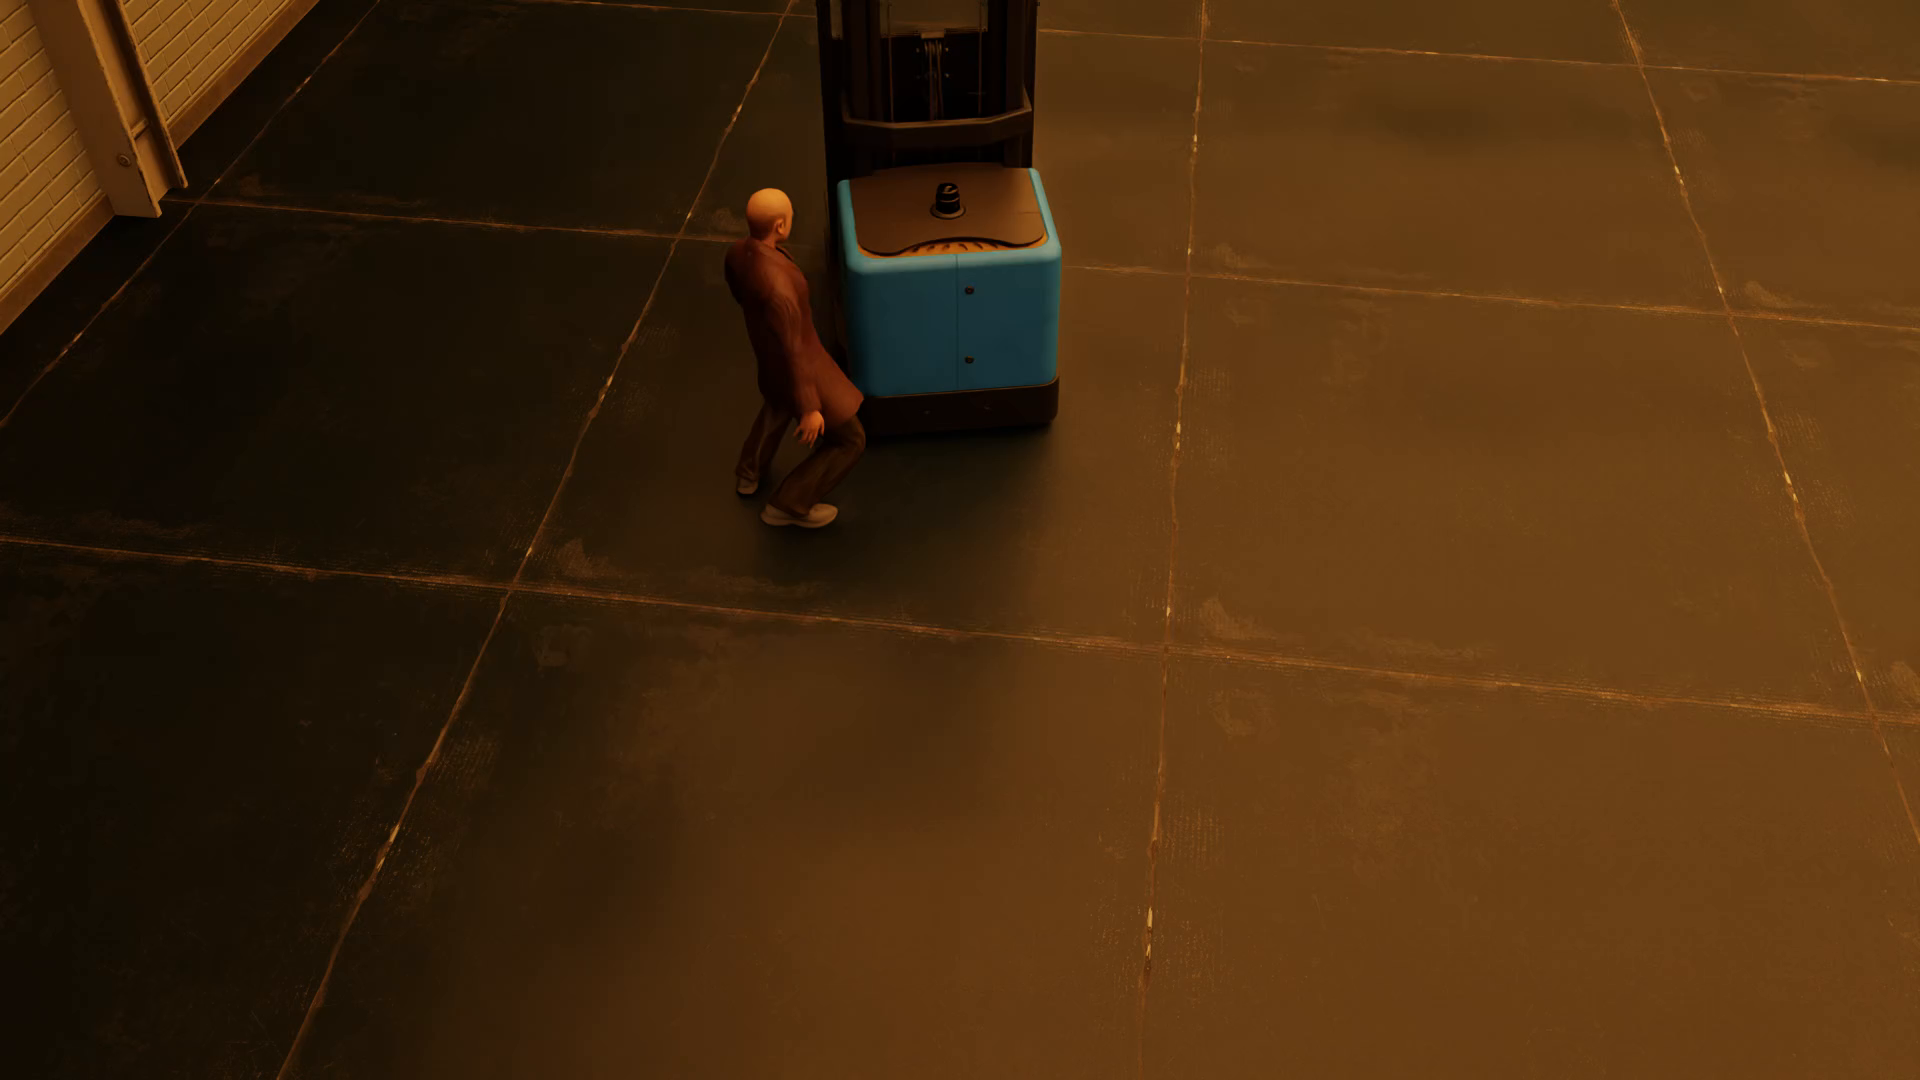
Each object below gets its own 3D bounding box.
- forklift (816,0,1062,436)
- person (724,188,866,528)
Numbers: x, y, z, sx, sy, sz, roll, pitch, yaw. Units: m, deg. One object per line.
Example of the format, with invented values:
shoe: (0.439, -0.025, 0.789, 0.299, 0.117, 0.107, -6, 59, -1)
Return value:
forklift: (-0.193, -2.598, 8.552, 1.130, 2.935, 3.031, -5, 43, -5)
person: (-0.760, -0.801, 7.535, 0.558, 1.681, 0.950, -17, 45, -17)
